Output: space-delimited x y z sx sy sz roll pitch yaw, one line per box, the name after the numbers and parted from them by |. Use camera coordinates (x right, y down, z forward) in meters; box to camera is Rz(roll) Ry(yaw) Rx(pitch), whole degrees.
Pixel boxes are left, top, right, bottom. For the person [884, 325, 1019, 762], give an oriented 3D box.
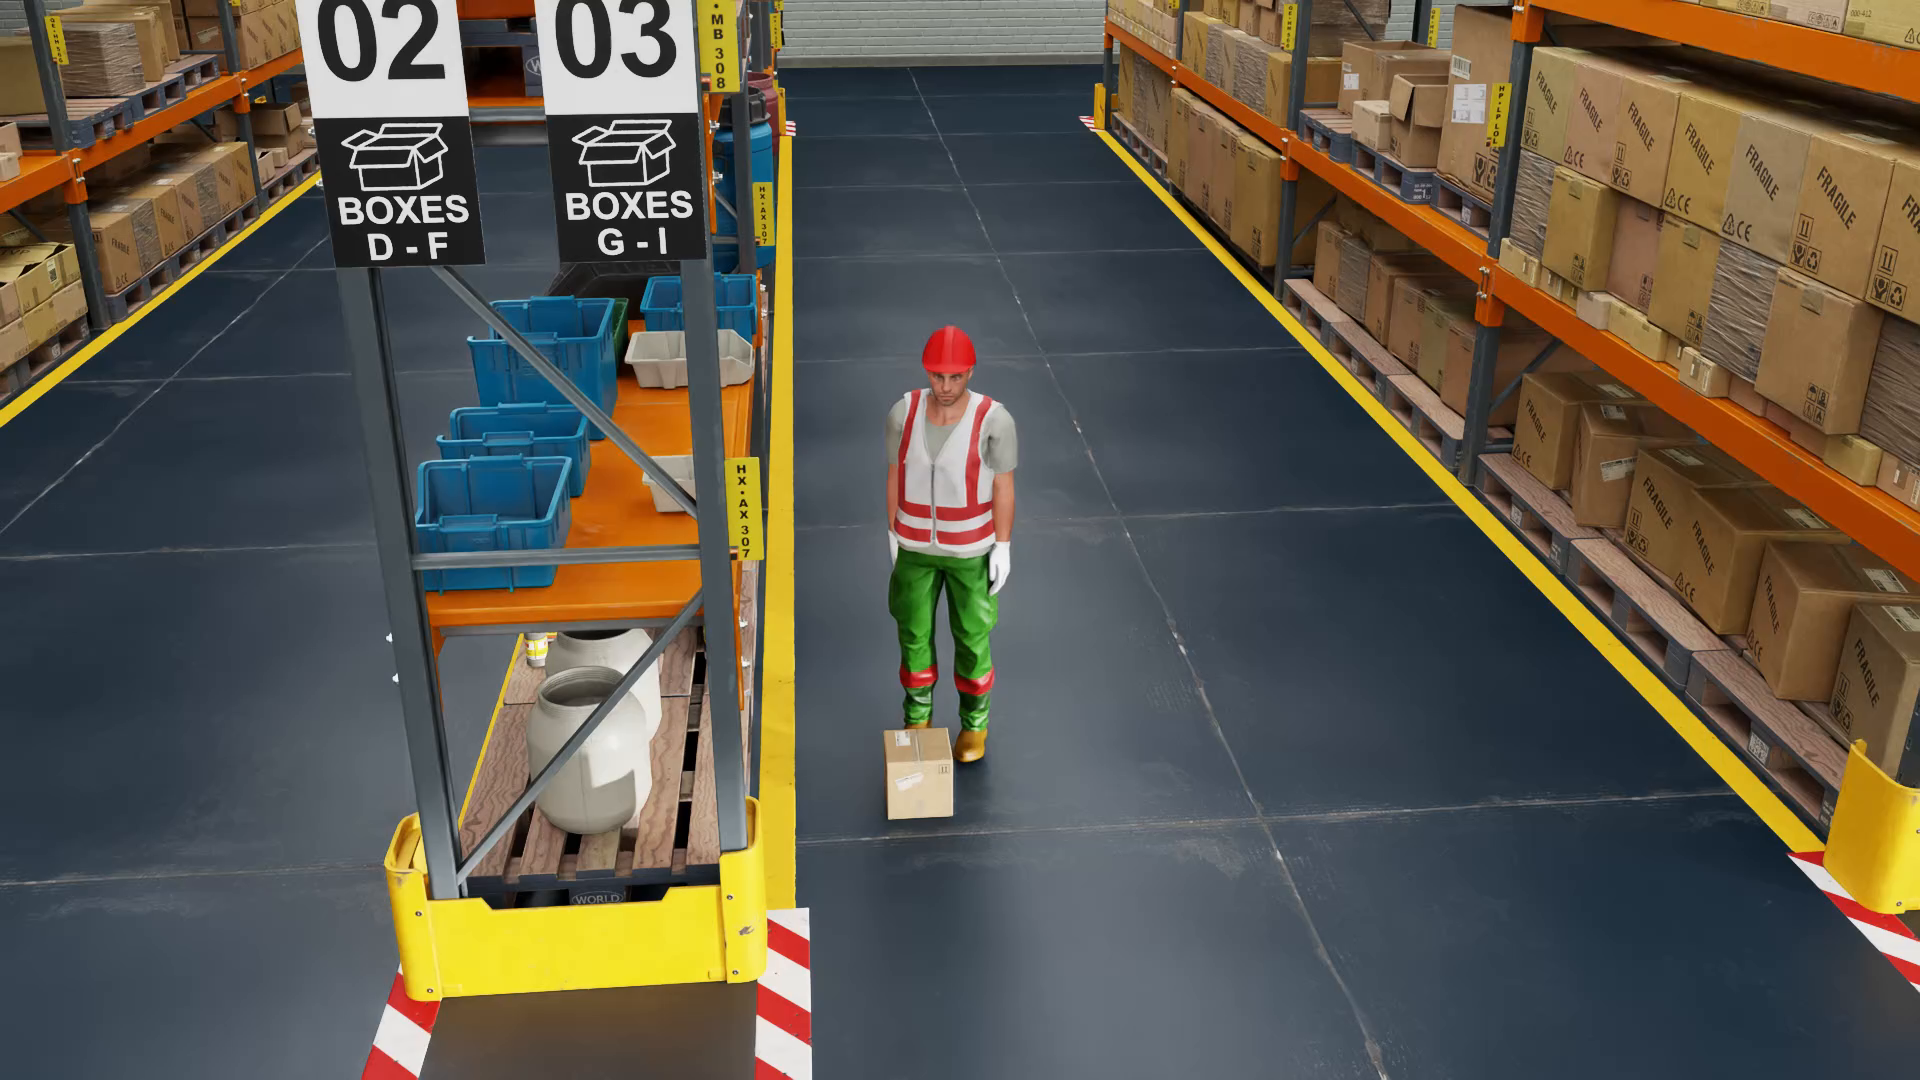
-0.046 0.025 6.520 0.526 1.780 0.344 6 24 13 | person
